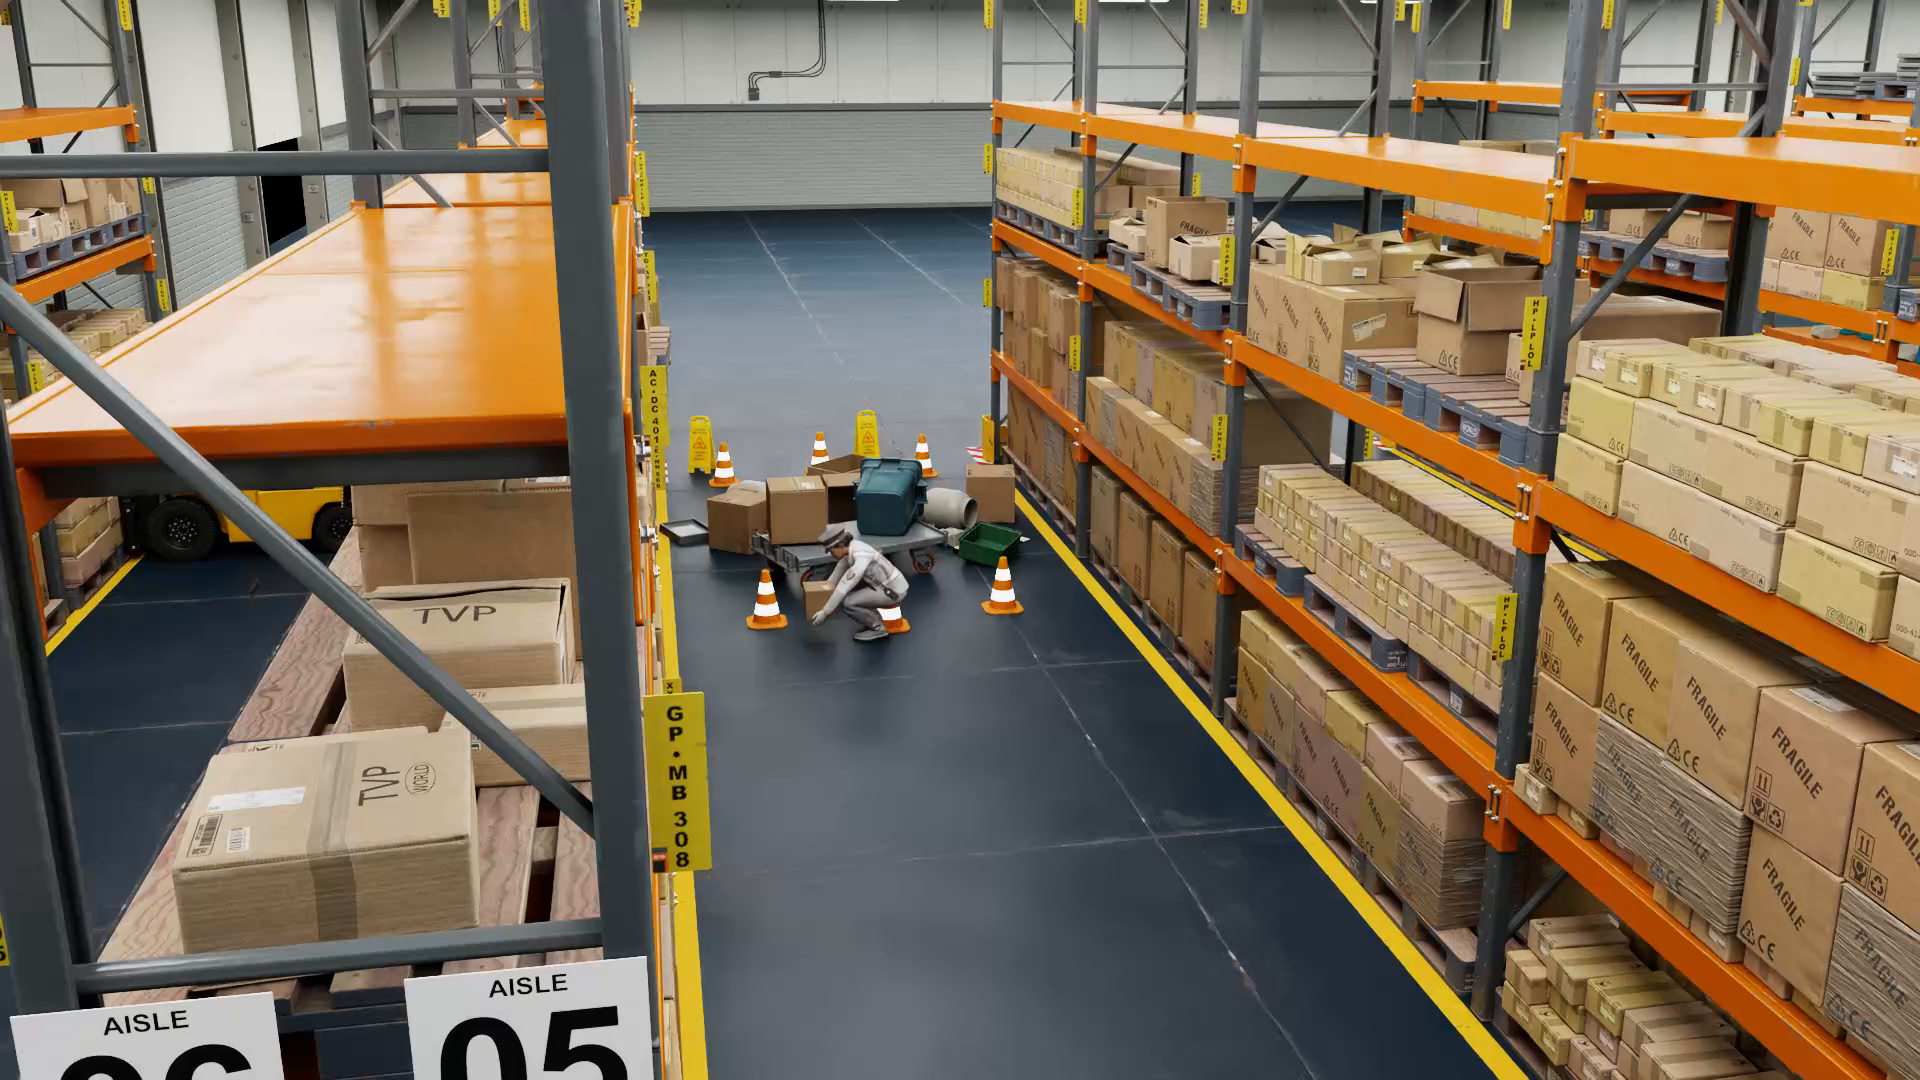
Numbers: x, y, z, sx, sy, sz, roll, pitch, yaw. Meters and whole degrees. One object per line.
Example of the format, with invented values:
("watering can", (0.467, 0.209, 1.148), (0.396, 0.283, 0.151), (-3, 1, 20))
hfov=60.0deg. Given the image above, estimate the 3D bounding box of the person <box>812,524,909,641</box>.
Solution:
("person", (-0.830, 0.347, 13.662), (0.815, 1.011, 0.477), (-3, 17, -10))
